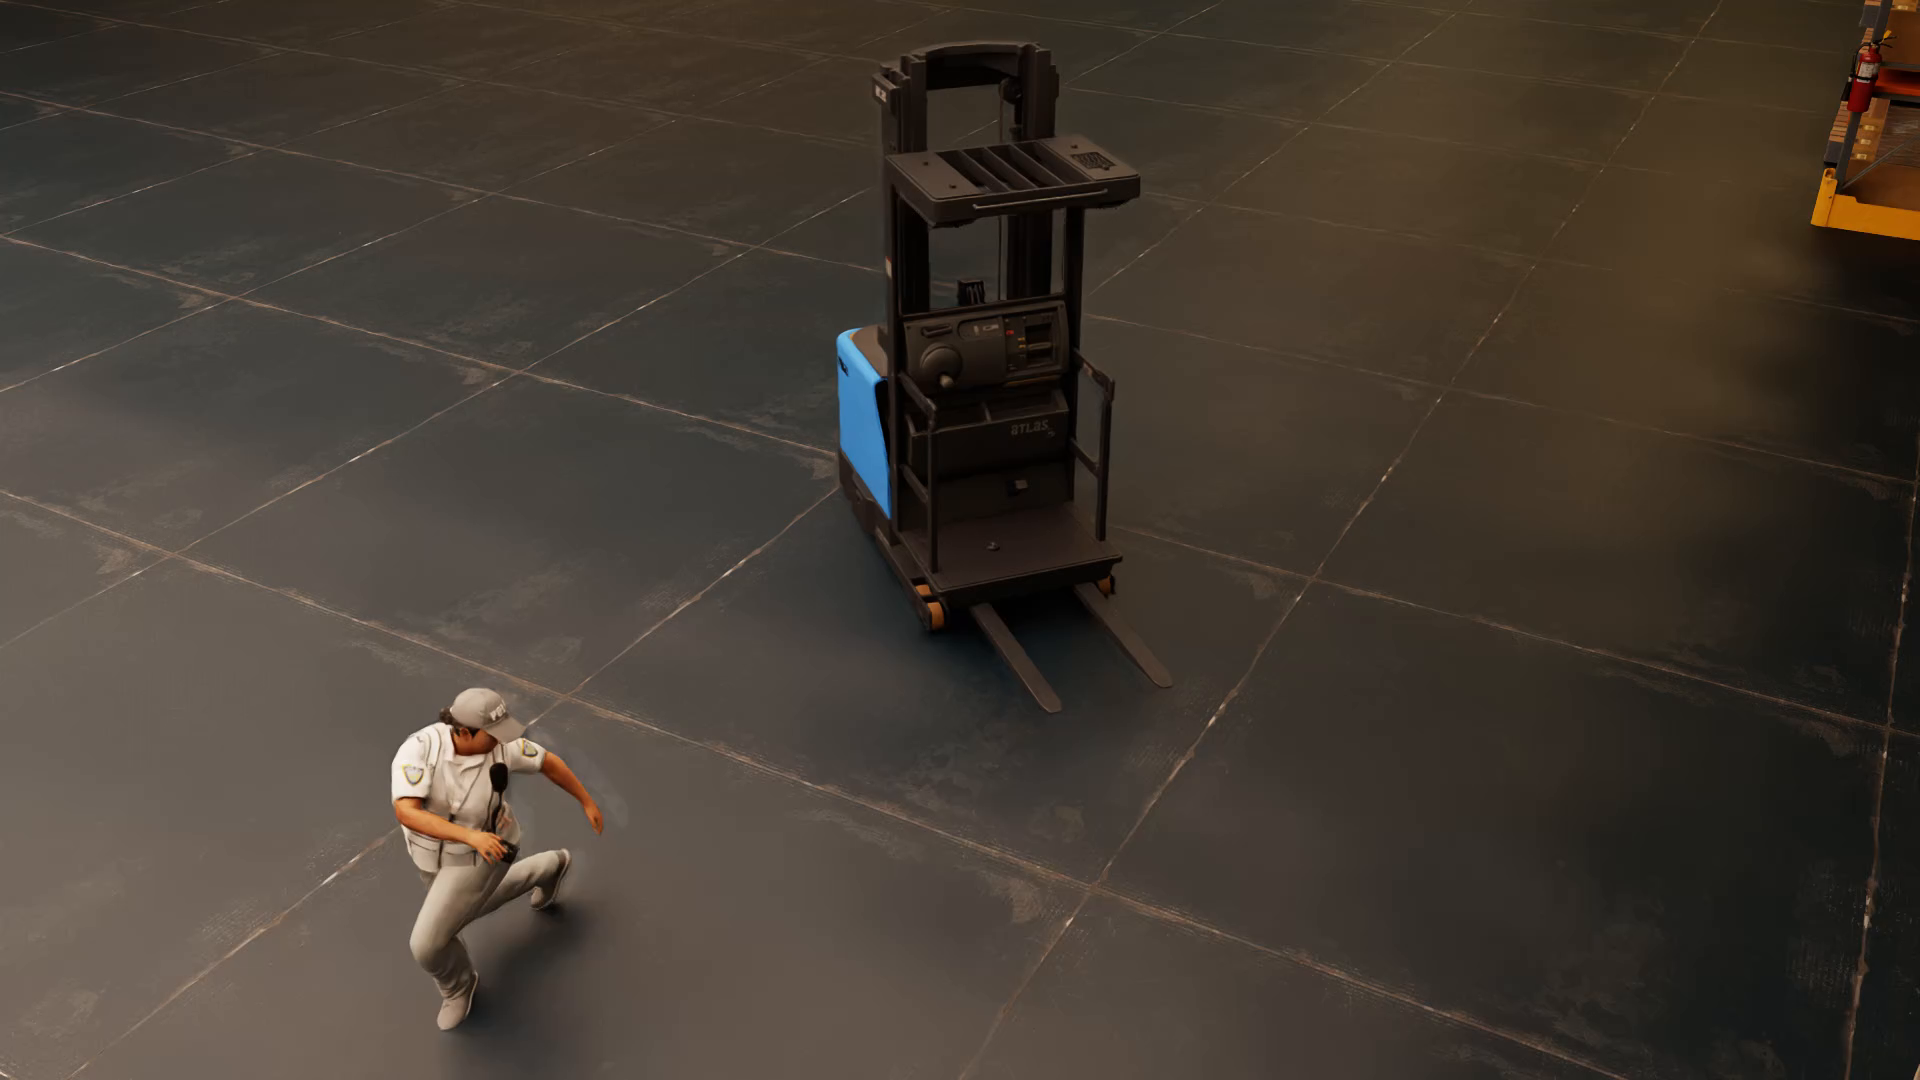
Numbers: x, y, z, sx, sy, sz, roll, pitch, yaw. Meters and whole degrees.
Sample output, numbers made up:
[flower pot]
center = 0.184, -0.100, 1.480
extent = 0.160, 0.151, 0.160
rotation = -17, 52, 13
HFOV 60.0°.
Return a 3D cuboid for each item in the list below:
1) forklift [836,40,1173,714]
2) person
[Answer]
[forklift]
center = 0.226, -1.000, 8.804
extent = 1.130, 2.935, 3.031
rotation = -11, 32, -18
[person]
center = -1.864, 1.180, 6.614
extent = 0.660, 1.433, 0.915
rotation = 9, 31, 14
